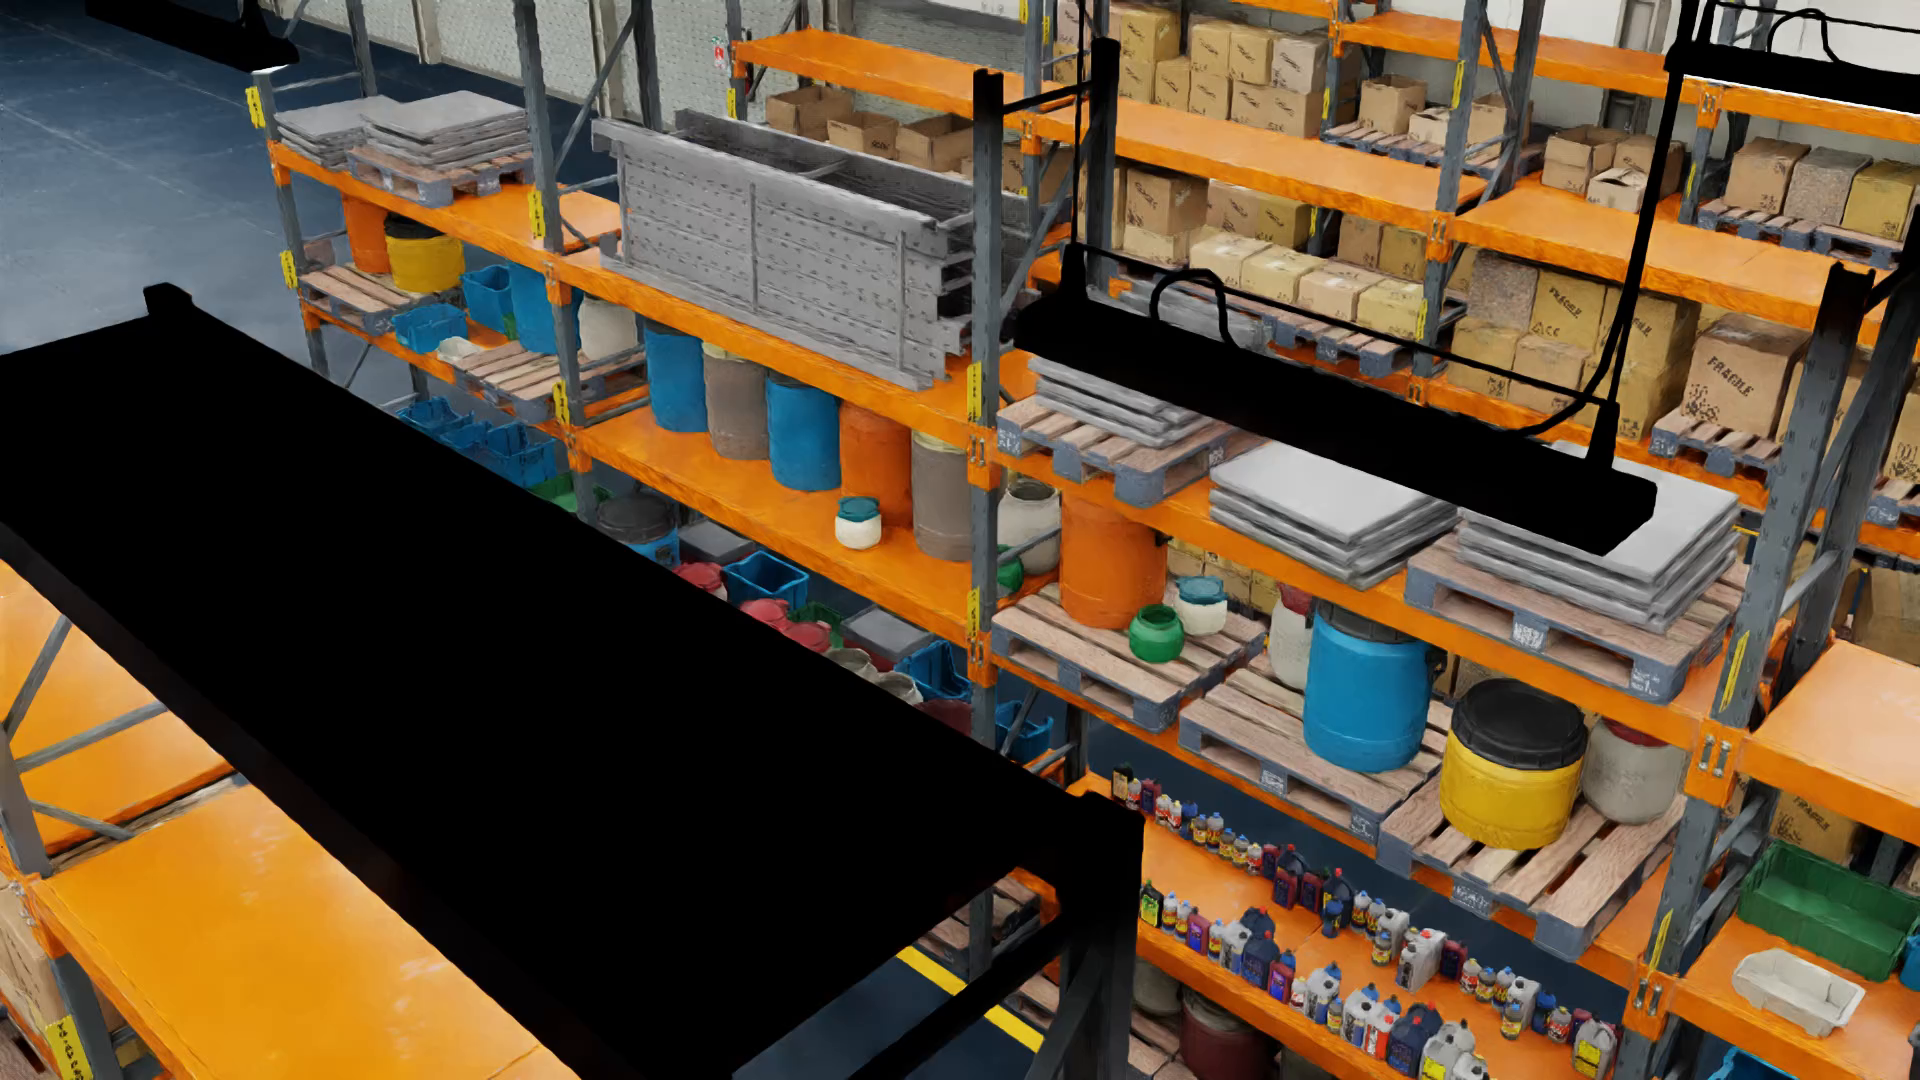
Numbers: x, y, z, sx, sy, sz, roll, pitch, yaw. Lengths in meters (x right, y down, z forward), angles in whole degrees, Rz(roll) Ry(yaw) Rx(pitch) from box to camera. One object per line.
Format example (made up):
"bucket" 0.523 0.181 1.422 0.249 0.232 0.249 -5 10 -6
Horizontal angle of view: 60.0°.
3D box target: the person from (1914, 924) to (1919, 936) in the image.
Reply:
"person" 6.186 2.390 10.207 0.619 1.740 0.380 17 33 27

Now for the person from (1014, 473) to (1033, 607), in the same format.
"person" 0.746 0.041 14.508 0.814 1.607 0.638 14 32 23
